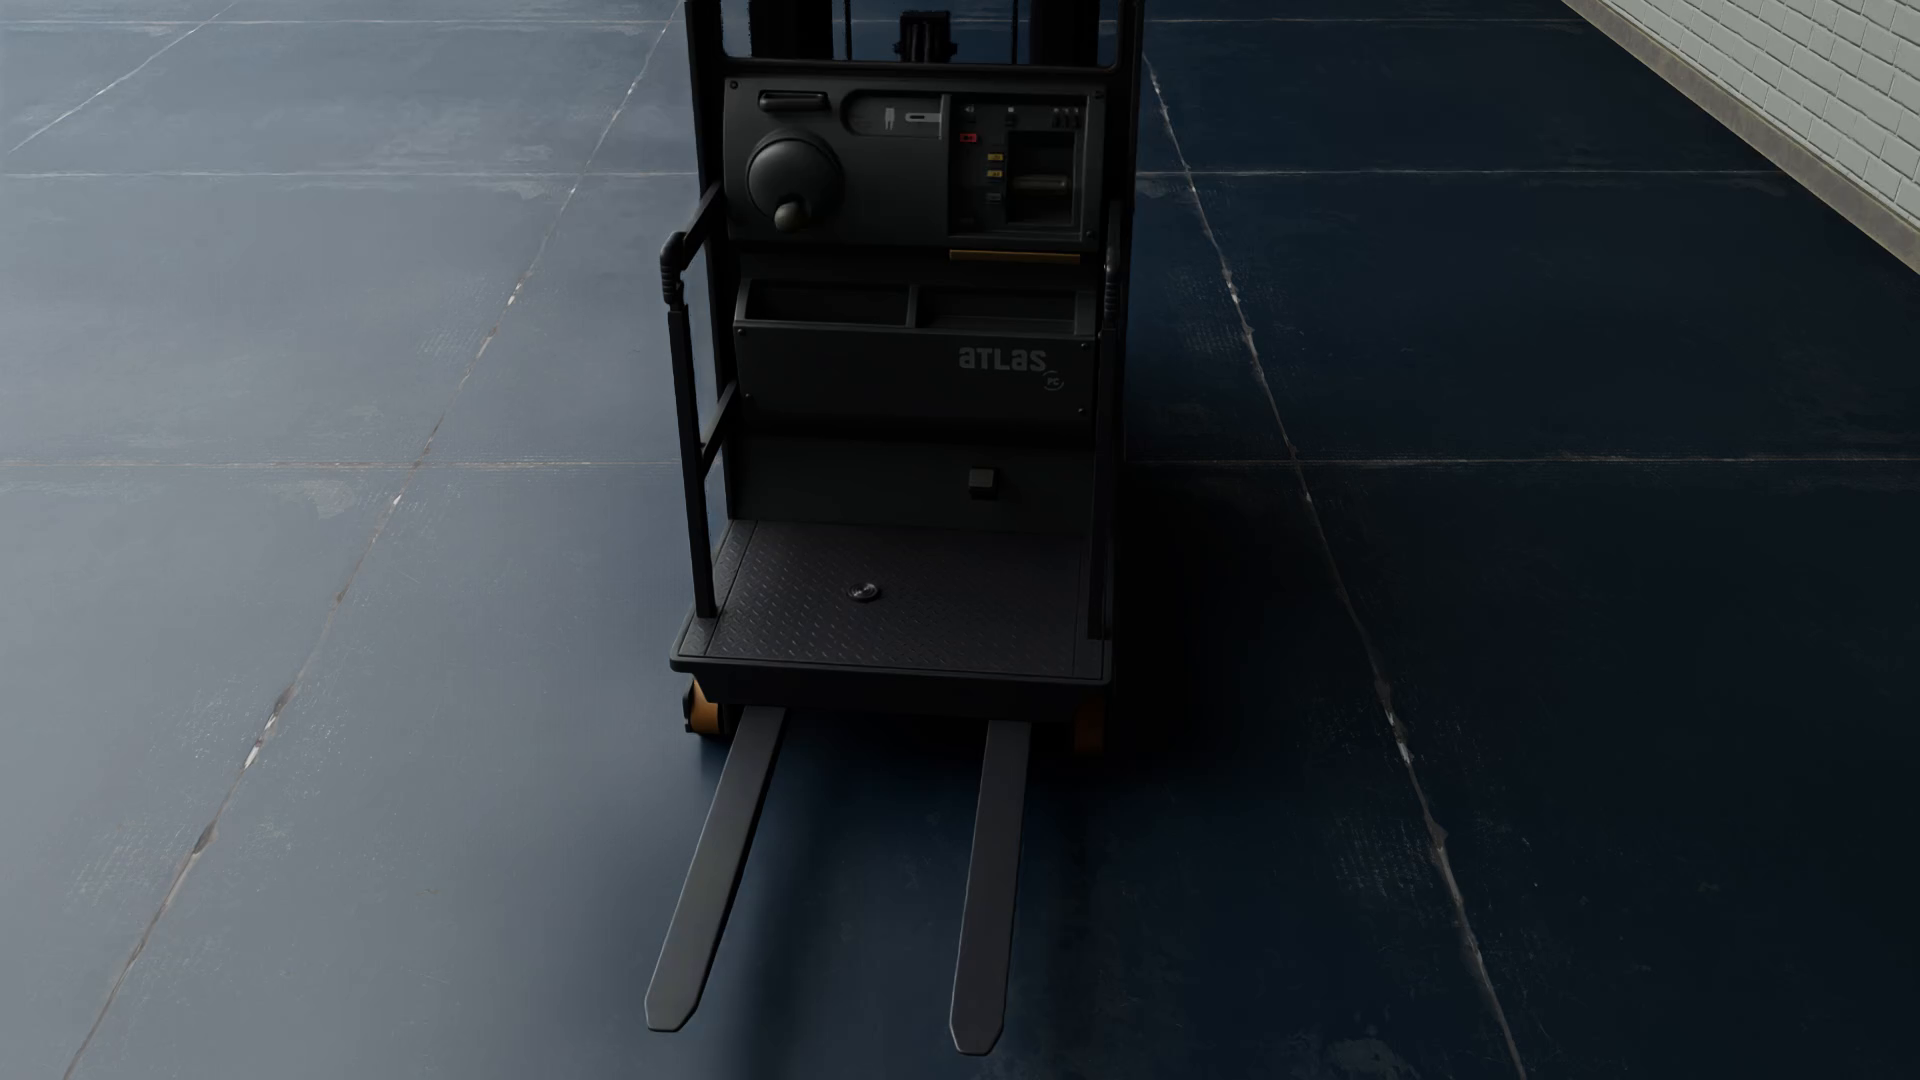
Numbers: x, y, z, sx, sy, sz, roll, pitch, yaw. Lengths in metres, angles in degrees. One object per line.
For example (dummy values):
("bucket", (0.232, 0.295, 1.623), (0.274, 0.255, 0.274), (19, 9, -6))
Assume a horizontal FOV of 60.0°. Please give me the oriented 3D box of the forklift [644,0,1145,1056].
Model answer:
("forklift", (-0.132, -0.873, 3.863), (1.130, 2.935, 3.031), (3, 31, 5))
